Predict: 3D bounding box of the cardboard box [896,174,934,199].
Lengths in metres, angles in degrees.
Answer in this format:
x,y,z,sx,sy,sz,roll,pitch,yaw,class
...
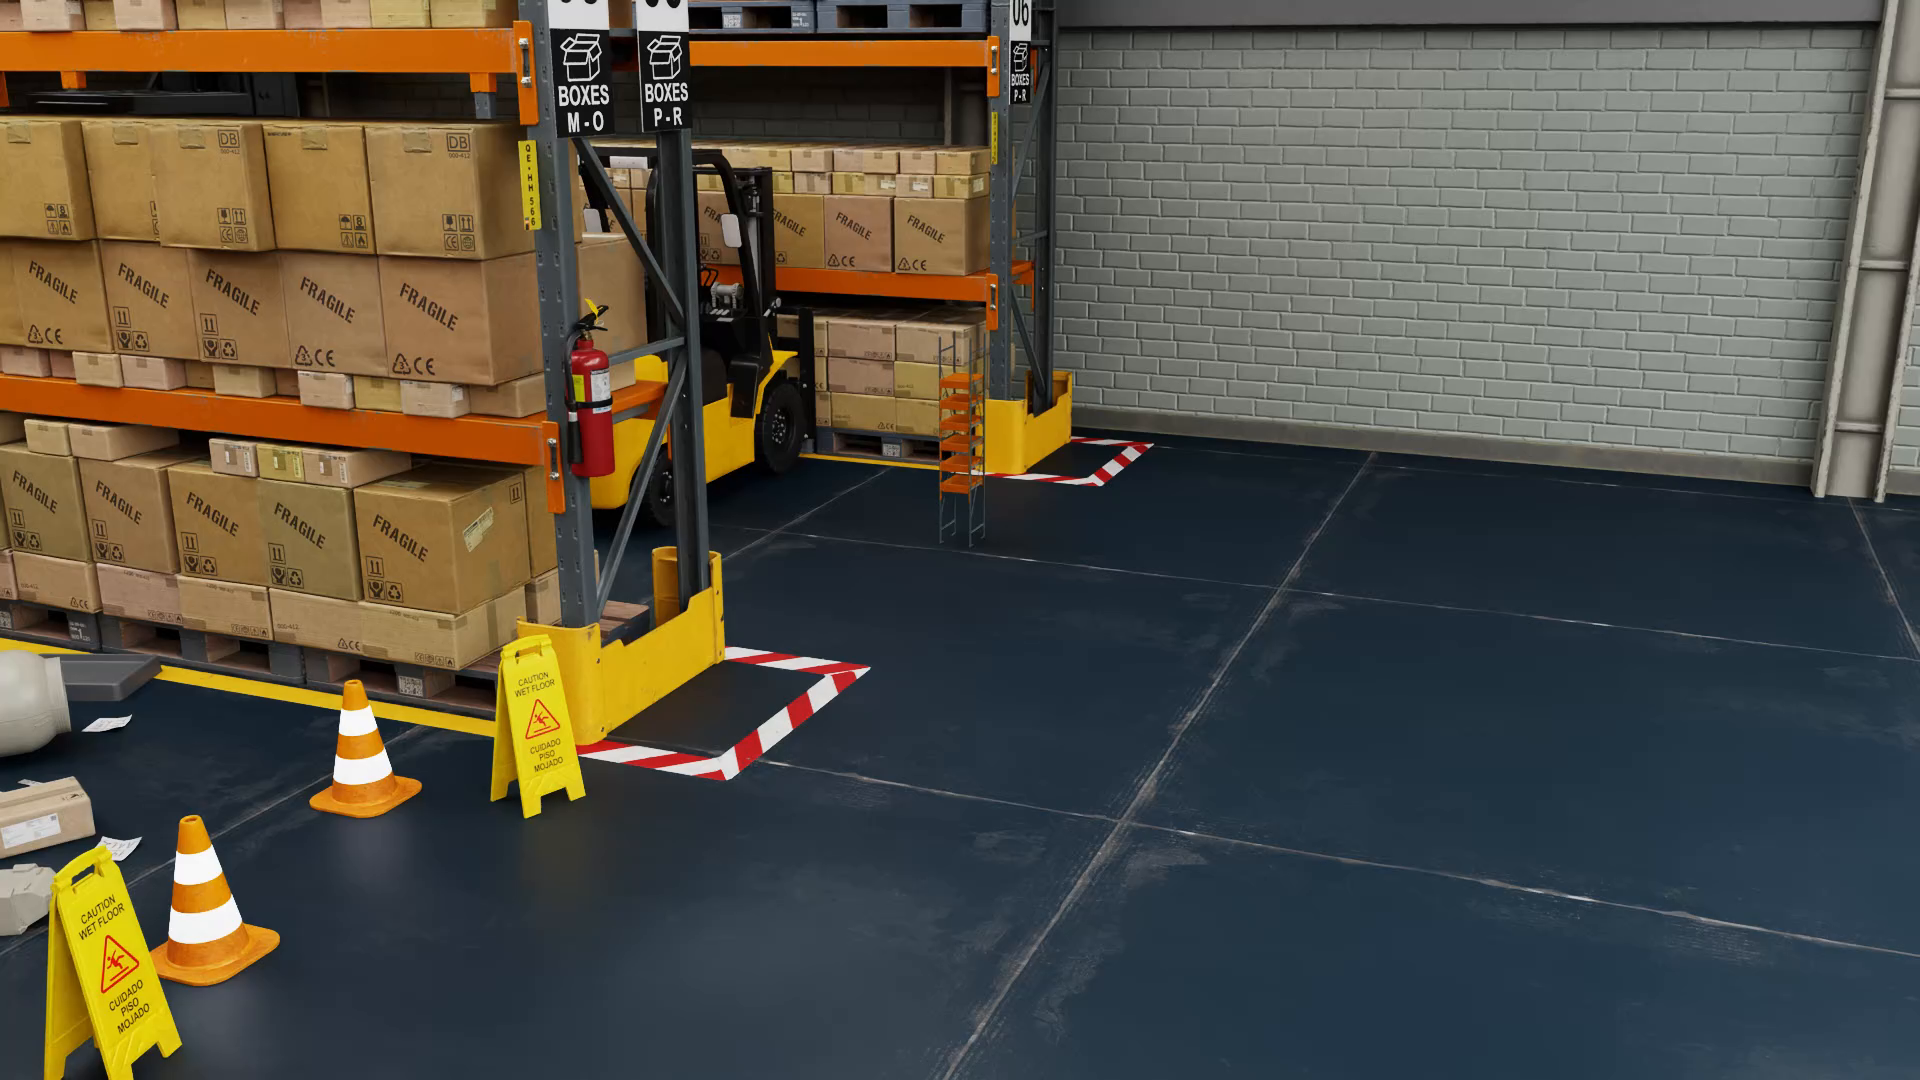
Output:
x,y,z,sx,sy,sz,roll,pitch,yaw,class
-0.239,-2.386,11.171,0.250,0.149,0.380,7,17,22,cardboard box

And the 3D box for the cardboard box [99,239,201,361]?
x,y,z,sx,sy,sz,roll,pitch,yaw,class
-3.382,-1.094,7.349,0.500,0.500,0.500,6,17,21,cardboard box

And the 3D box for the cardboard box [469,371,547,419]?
x,y,z,sx,sy,sz,roll,pitch,yaw,class
-1.809,-0.620,6.880,0.250,0.149,0.380,7,18,22,cardboard box

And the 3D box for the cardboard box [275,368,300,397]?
x,y,z,sx,sy,sz,roll,pitch,yaw,class
-2.754,-0.730,7.259,0.250,0.149,0.380,7,17,21,cardboard box

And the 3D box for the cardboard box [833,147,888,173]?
x,y,z,sx,sy,sz,roll,pitch,yaw,class
-0.674,-2.612,11.413,0.250,0.149,0.380,6,17,21,cardboard box

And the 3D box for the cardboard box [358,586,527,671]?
x,y,z,sx,sy,sz,roll,pitch,yaw,class
-2.256,0.346,7.282,0.500,0.250,0.500,6,17,20,cardboard box

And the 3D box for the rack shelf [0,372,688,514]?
x,y,z,sx,sy,sz,roll,pitch,yaw,class
-3.243,-0.617,7.709,4.000,0.370,1.077,6,17,21,rack shelf

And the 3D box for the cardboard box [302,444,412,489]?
x,y,z,sx,sy,sz,roll,pitch,yaw,class
-2.590,-0.345,7.153,0.250,0.149,0.380,7,18,22,cardboard box

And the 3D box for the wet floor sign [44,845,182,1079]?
x,y,z,sx,sy,sz,roll,pitch,yaw,class
-2.352,1.156,4.533,0.232,0.644,0.267,3,17,11,wet floor sign

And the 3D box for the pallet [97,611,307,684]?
x,y,z,sx,sy,sz,roll,pitch,yaw,class
-3.327,0.356,8.069,1.213,0.211,1.003,6,17,21,pallet

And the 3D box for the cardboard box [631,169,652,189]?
x,y,z,sx,sy,sz,roll,pitch,yaw,class
-2.146,-2.596,11.894,0.250,0.149,0.380,6,17,20,cardboard box

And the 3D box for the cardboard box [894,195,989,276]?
x,y,z,sx,sy,sz,roll,pitch,yaw,class
-0.119,-2.076,11.265,0.500,0.500,0.500,6,17,19,cardboard box

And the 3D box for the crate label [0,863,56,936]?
x,y,z,sx,sy,sz,roll,pitch,yaw,class
-3.101,1.166,5.412,0.298,0.136,0.250,-2,16,-8,crate label

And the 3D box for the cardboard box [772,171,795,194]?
x,y,z,sx,sy,sz,roll,pitch,yaw,class
-1.193,-2.493,11.537,0.250,0.149,0.380,6,17,21,cardboard box

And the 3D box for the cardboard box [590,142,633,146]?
x,y,z,sx,sy,sz,roll,pitch,yaw,class
-2.582,-2.821,12.133,0.250,0.149,0.380,6,17,20,cardboard box

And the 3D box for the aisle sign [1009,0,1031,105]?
x,y,z,sx,sy,sz,roll,pitch,yaw,class
0.388,-3.211,10.692,0.004,0.787,0.394,6,17,21,aisle sign

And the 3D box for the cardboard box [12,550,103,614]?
x,y,z,sx,sy,sz,roll,pitch,yaw,class
-4.153,0.134,8.011,0.500,0.250,0.500,7,18,24,cardboard box

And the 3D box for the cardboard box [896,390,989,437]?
x,y,z,sx,sy,sz,roll,pitch,yaw,class
-0.118,-0.893,11.548,0.500,0.250,0.500,6,17,21,cardboard box

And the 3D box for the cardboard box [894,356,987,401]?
x,y,z,sx,sy,sz,roll,pitch,yaw,class
-0.133,-1.136,11.487,0.500,0.250,0.500,6,17,20,cardboard box

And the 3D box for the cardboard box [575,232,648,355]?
x,y,z,sx,sy,sz,roll,pitch,yaw,class
-1.722,-1.069,7.263,0.500,0.500,0.500,6,17,20,cardboard box

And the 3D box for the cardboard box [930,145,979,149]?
x,y,z,sx,sy,sz,roll,pitch,yaw,class
-0.023,-2.681,11.653,0.250,0.149,0.380,7,18,23,cardboard box

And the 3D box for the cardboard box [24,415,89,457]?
x,y,z,sx,sy,sz,roll,pitch,yaw,class
-4.081,-0.509,7.717,0.250,0.149,0.380,7,18,23,cardboard box

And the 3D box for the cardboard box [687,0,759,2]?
x,y,z,sx,sy,sz,roll,pitch,yaw,class
-1.513,-3.968,11.463,0.637,0.503,0.797,7,18,22,cardboard box

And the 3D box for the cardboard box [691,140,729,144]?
x,y,z,sx,sy,sz,roll,pitch,yaw,class
-1.919,-2.902,12.412,0.250,0.149,0.380,6,17,20,cardboard box

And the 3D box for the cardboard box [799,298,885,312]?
x,y,z,sx,sy,sz,roll,pitch,yaw,class
-0.870,-1.609,12.222,0.500,0.250,0.500,6,17,20,cardboard box

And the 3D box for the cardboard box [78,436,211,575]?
x,y,z,sx,sy,sz,roll,pitch,yaw,class
-3.670,-0.173,7.722,0.500,0.500,0.500,7,18,24,cardboard box

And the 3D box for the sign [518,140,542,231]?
x,y,z,sx,sy,sz,roll,pitch,yaw,class
-1.605,-1.324,6.210,0.005,0.325,0.100,6,17,21,sign

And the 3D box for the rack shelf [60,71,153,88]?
x,y,z,sx,sy,sz,roll,pitch,yaw,class
-8.868,-4.164,14.546,4.000,0.370,1.077,6,17,21,rack shelf

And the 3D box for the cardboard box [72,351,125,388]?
x,y,z,sx,sy,sz,roll,pitch,yaw,class
-3.742,-0.798,7.492,0.250,0.149,0.380,6,17,21,cardboard box

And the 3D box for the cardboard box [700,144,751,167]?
x,y,z,sx,sy,sz,roll,pitch,yaw,class
-1.633,-2.716,11.771,0.250,0.149,0.380,6,17,21,cardboard box

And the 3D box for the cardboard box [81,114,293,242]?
x,y,z,sx,sy,sz,roll,pitch,yaw,class
-3.331,-1.591,7.267,0.500,0.500,0.700,6,17,20,cardboard box

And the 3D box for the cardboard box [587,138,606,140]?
x,y,z,sx,sy,sz,roll,pitch,yaw,class
-2.878,-3.003,12.761,0.250,0.149,0.380,6,17,21,cardboard box

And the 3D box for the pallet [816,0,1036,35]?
x,y,z,sx,sy,sz,roll,pitch,yaw,class
-0.213,-3.523,11.206,1.213,0.211,1.003,6,17,21,pallet

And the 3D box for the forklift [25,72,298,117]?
x,y,z,sx,sy,sz,roll,pitch,yaw,class
-4.802,-1.659,10.132,1.130,2.935,3.031,10,19,32,forklift

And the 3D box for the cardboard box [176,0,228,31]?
x,y,z,sx,sy,sz,roll,pitch,yaw,class
-2.998,-2.180,6.873,0.250,0.149,0.380,6,17,19,cardboard box

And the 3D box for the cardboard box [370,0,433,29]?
x,y,z,sx,sy,sz,roll,pitch,yaw,class
-2.061,-2.059,6.455,0.250,0.149,0.380,6,17,21,cardboard box

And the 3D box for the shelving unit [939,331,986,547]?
x,y,z,sx,sy,sz,roll,pitch,yaw,class
0.013,-0.575,9.501,0.189,1.200,0.258,6,17,21,shelving unit

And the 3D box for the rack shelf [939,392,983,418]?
x,y,z,sx,sy,sz,roll,pitch,yaw,class
0.013,-0.763,9.447,0.180,0.103,0.258,6,17,21,rack shelf

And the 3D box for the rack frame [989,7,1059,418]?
x,y,z,sx,sy,sz,roll,pitch,yaw,class
0.435,-2.046,11.340,0.127,3.000,1.000,6,17,21,rack frame

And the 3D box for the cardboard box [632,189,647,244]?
x,y,z,sx,sy,sz,roll,pitch,yaw,class
-2.007,-2.289,12.000,0.500,0.500,0.500,6,17,20,cardboard box

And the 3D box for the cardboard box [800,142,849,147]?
x,y,z,sx,sy,sz,roll,pitch,yaw,class
-0.968,-2.799,12.057,0.250,0.149,0.380,6,17,19,cardboard box

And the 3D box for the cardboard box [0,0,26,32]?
x,y,z,sx,sy,sz,roll,pitch,yaw,class
-3.947,-2.287,7.243,0.250,0.149,0.380,6,17,19,cardboard box

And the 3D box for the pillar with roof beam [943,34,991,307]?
x,y,z,sx,sy,sz,roll,pitch,yaw,class
-1.462,-4.115,7.708,0.400,9.000,9.100,6,17,21,pillar with roof beam

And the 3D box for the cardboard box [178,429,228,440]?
x,y,z,sx,sy,sz,roll,pitch,yaw,class
-3.506,-0.314,8.209,0.500,0.500,0.500,7,18,24,cardboard box

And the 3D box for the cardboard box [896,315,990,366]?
x,y,z,sx,sy,sz,roll,pitch,yaw,class
-0.108,-1.373,11.409,0.500,0.250,0.500,7,18,22,cardboard box

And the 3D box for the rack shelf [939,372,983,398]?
x,y,z,sx,sy,sz,roll,pitch,yaw,class
0.013,-0.878,9.413,0.180,0.103,0.258,6,17,21,rack shelf
